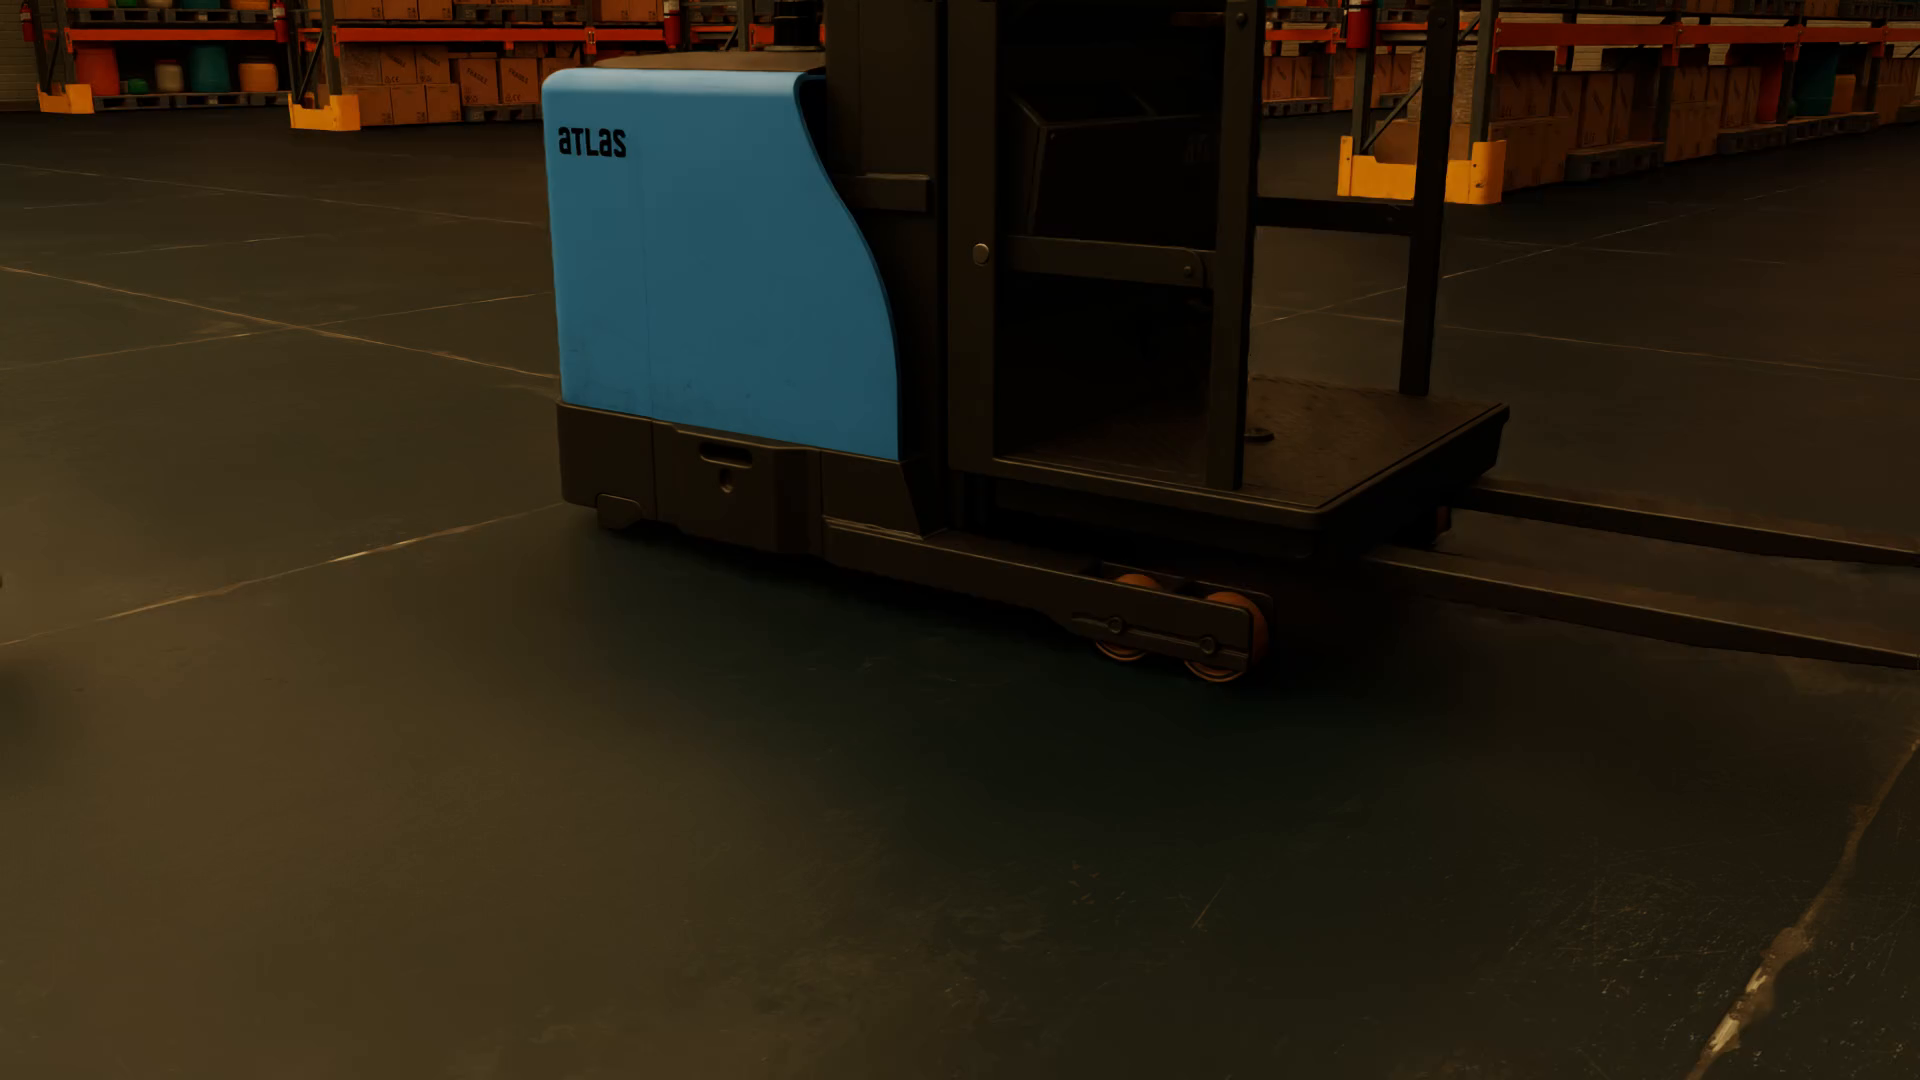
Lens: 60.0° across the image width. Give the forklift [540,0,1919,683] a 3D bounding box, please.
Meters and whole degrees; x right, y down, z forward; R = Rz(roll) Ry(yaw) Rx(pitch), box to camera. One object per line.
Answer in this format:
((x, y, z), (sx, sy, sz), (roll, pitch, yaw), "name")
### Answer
((0.536, -1.314, 3.224), (3.031, 2.935, 1.130), (11, 20, 33), "forklift")
